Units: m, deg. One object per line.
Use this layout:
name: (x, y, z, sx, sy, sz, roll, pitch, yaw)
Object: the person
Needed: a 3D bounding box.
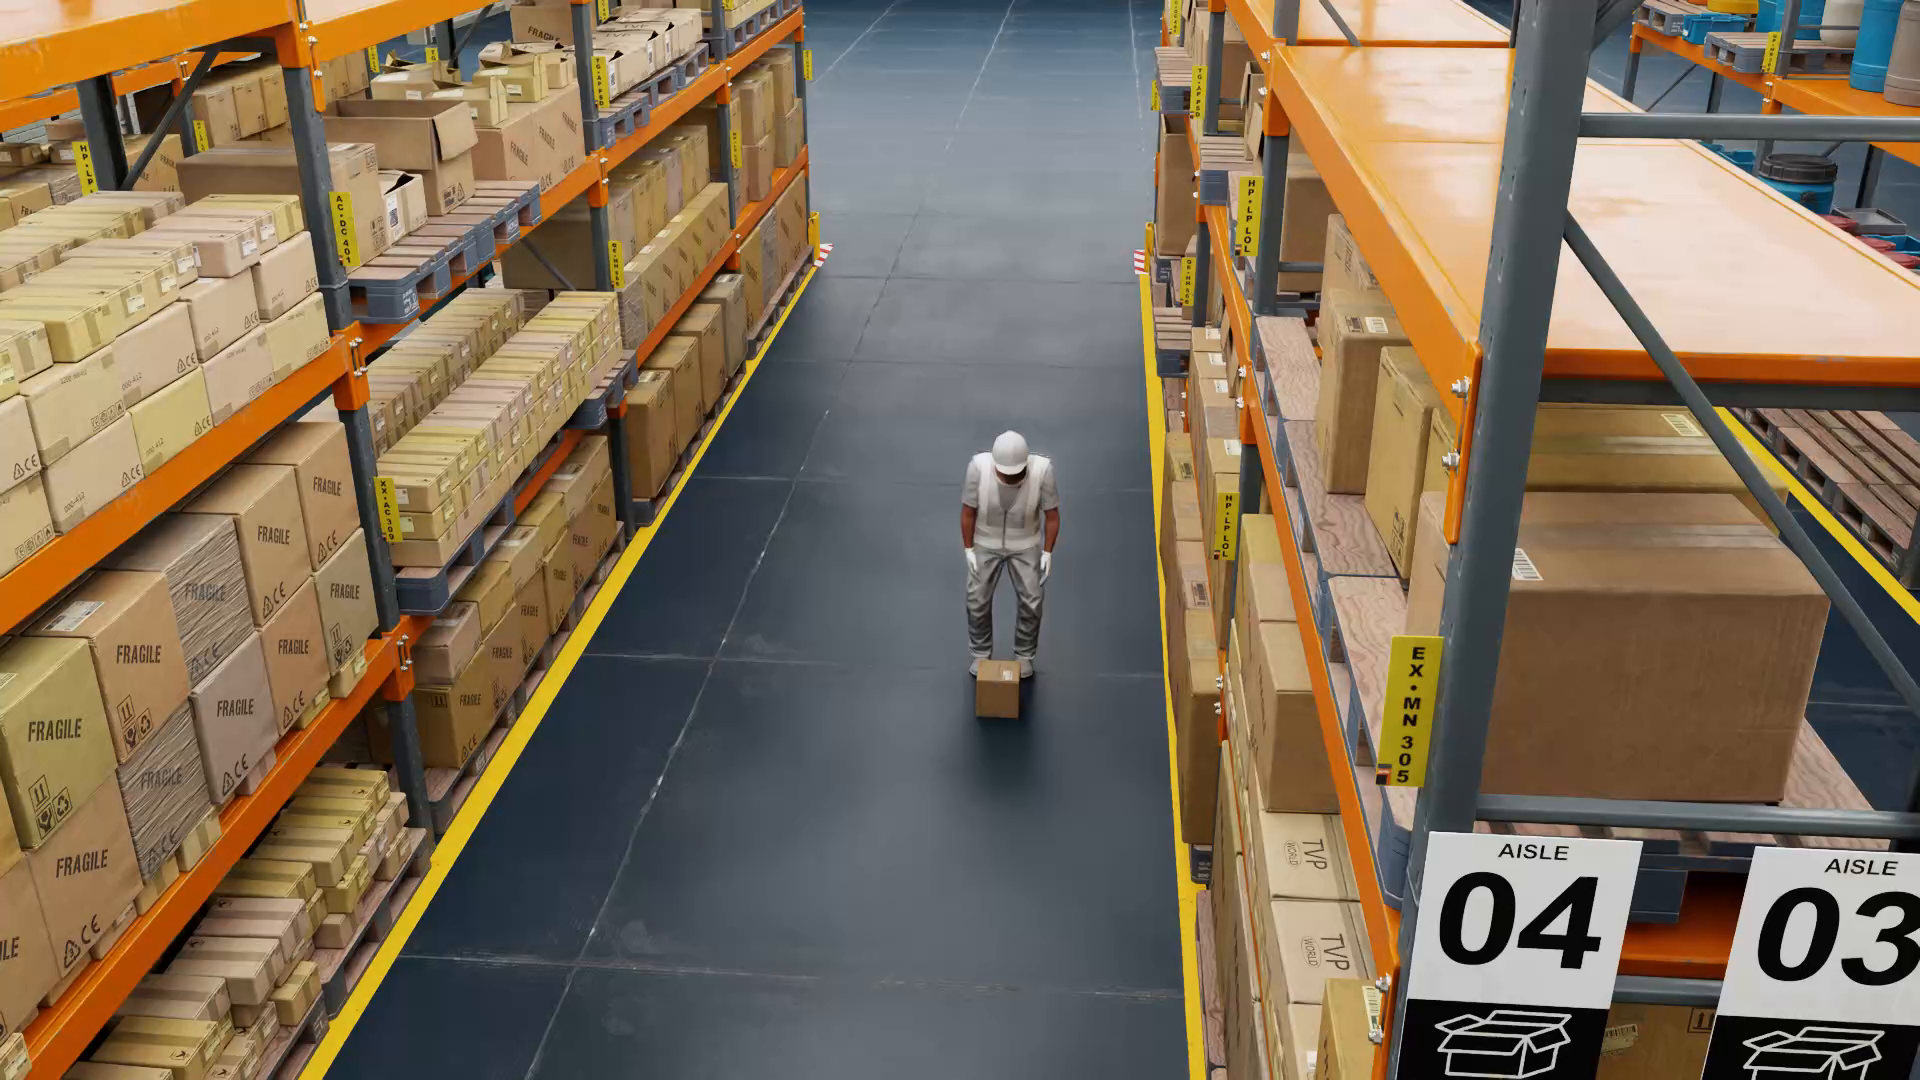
person: (0.303, 0.062, 10.023, 0.594, 1.644, 0.584, 2, 24, 5)
